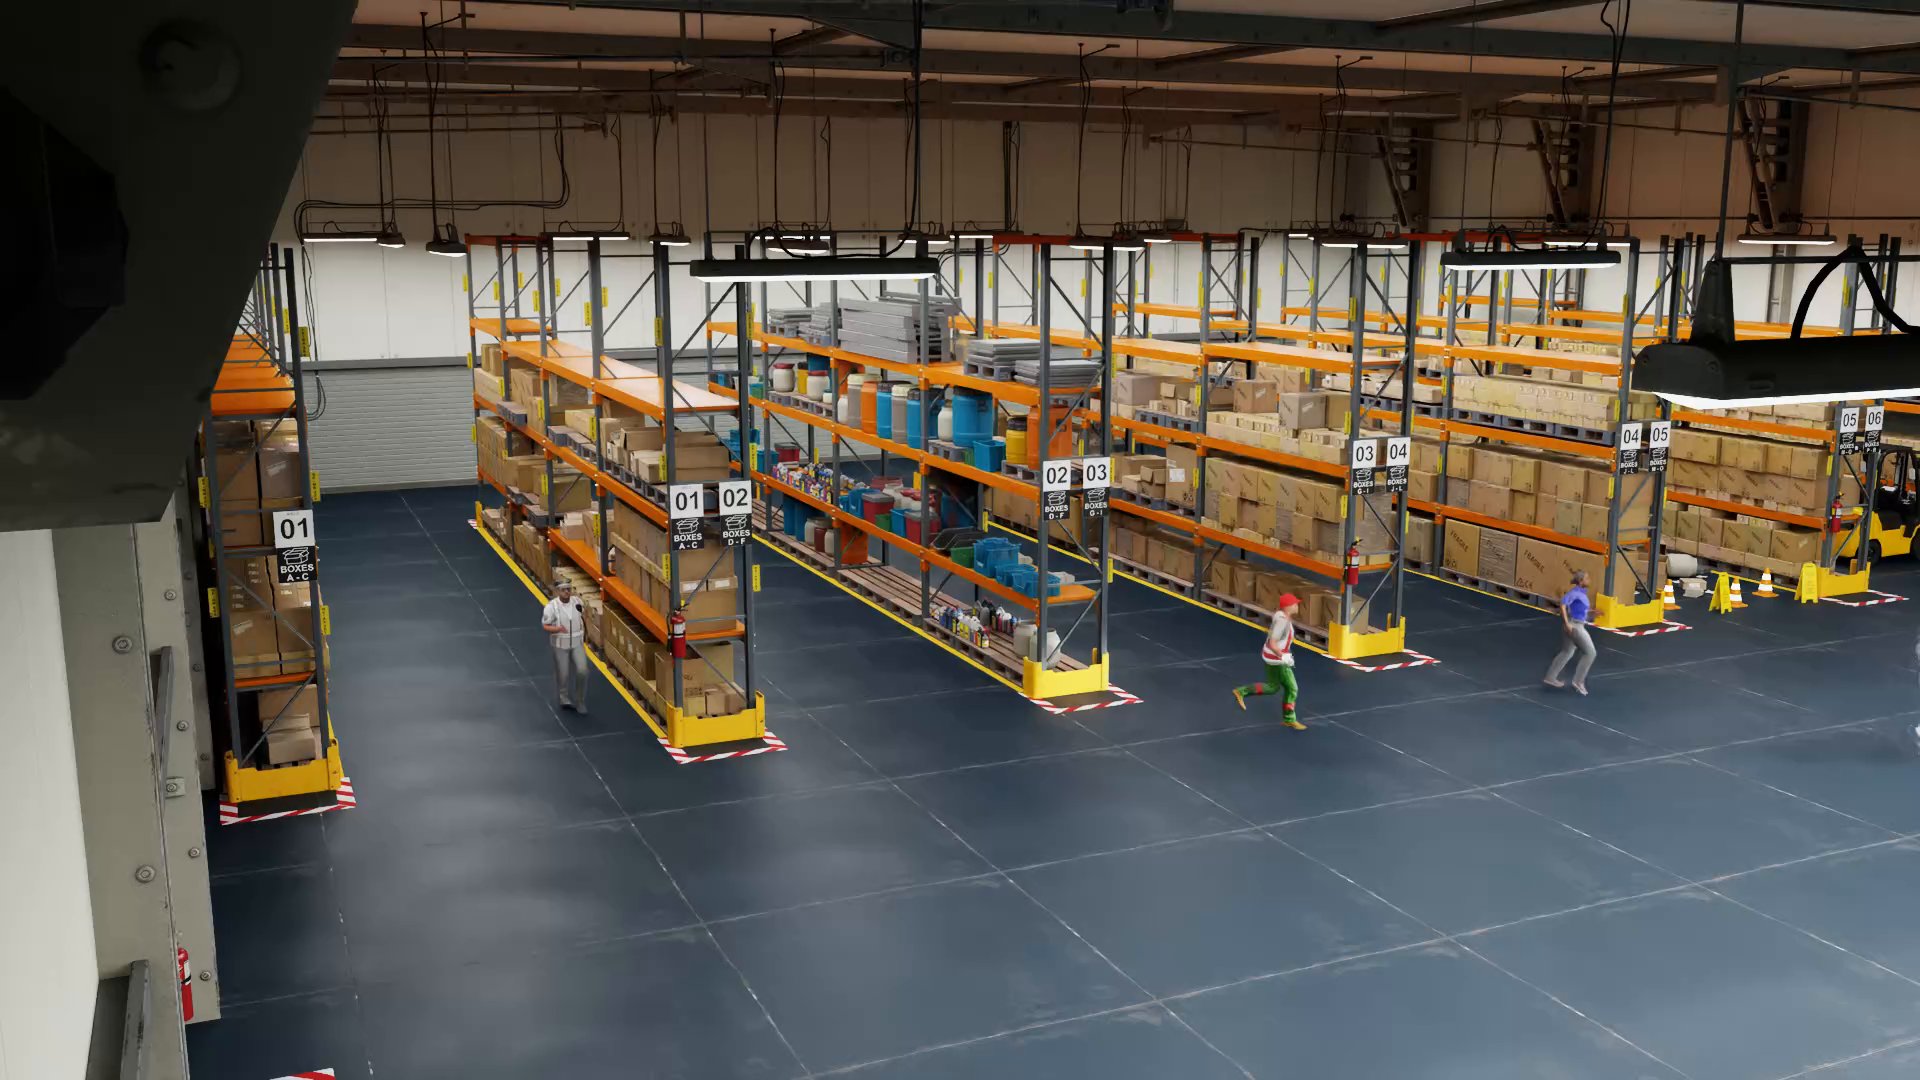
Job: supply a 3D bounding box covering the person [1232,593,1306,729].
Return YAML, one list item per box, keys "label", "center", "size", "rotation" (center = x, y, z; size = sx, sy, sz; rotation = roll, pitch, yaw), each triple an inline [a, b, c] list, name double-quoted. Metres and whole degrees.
- label: "person"
  center: [3.892, 1.524, 20.808]
  size: [0.939, 1.765, 0.664]
  rotation: [1, 11, 4]

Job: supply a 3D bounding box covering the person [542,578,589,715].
- label: "person"
  center: [-5.057, 1.380, 21.461]
  size: [0.638, 1.839, 0.750]
  rotation: [-5, 12, -25]

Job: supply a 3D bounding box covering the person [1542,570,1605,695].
- label: "person"
  center: [8.315, 1.247, 22.464]
  size: [0.727, 1.707, 0.563]
  rotation: [2, 11, 12]

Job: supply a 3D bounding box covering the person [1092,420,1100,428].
- label: "person"
  center: [3.564, -2.520, 41.640]
  size: [0.874, 1.782, 0.774]
  rotation: [-8, 14, -36]
